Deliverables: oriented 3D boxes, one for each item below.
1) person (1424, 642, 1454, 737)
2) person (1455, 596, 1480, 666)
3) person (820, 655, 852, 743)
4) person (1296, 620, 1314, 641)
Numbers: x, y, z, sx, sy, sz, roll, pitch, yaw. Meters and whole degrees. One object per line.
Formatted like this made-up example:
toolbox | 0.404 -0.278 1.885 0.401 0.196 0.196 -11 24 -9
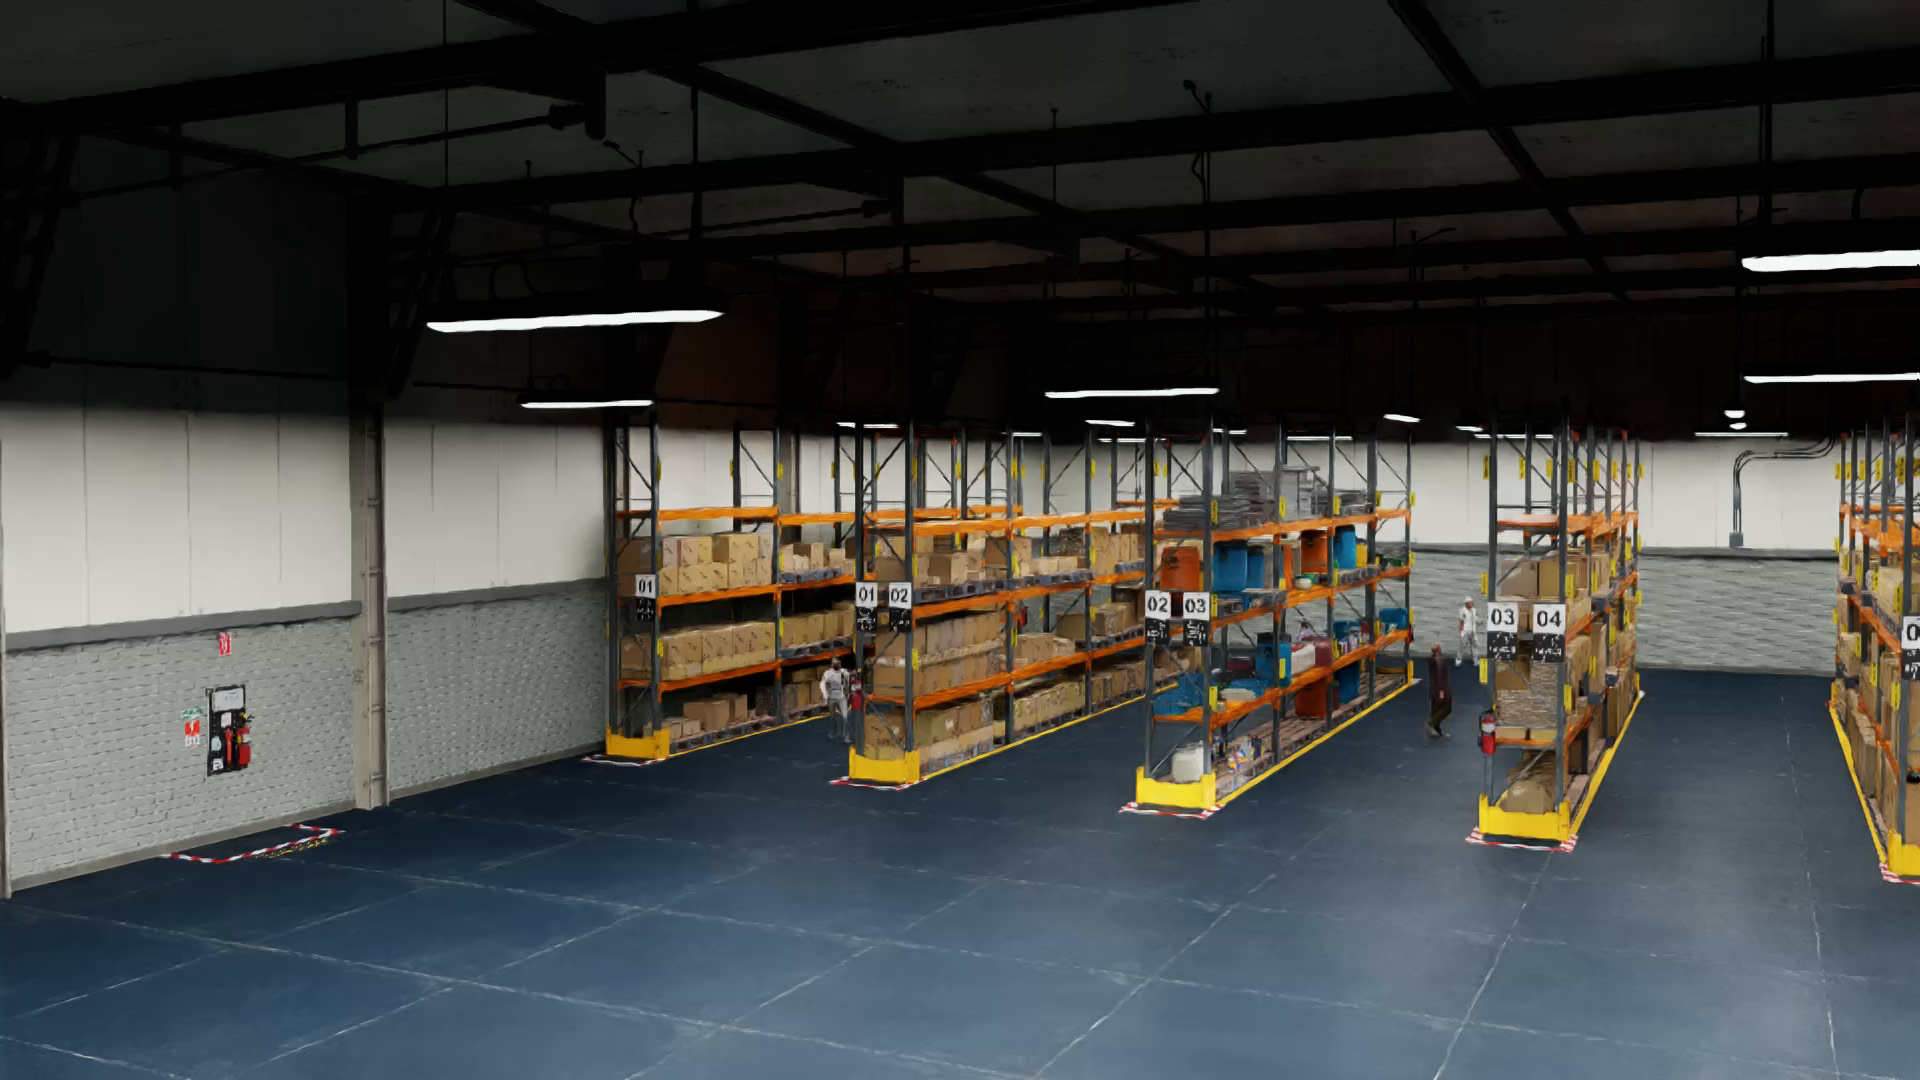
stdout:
person | 8.944 2.803 31.141 0.514 1.774 0.635 0 2 -2
person | 12.979 2.319 42.375 0.726 1.778 0.540 -1 3 -28
person | -2.249 2.895 30.666 0.630 1.608 0.811 0 2 8
person | 7.721 2.606 37.296 0.597 1.632 0.554 -2 3 -37
